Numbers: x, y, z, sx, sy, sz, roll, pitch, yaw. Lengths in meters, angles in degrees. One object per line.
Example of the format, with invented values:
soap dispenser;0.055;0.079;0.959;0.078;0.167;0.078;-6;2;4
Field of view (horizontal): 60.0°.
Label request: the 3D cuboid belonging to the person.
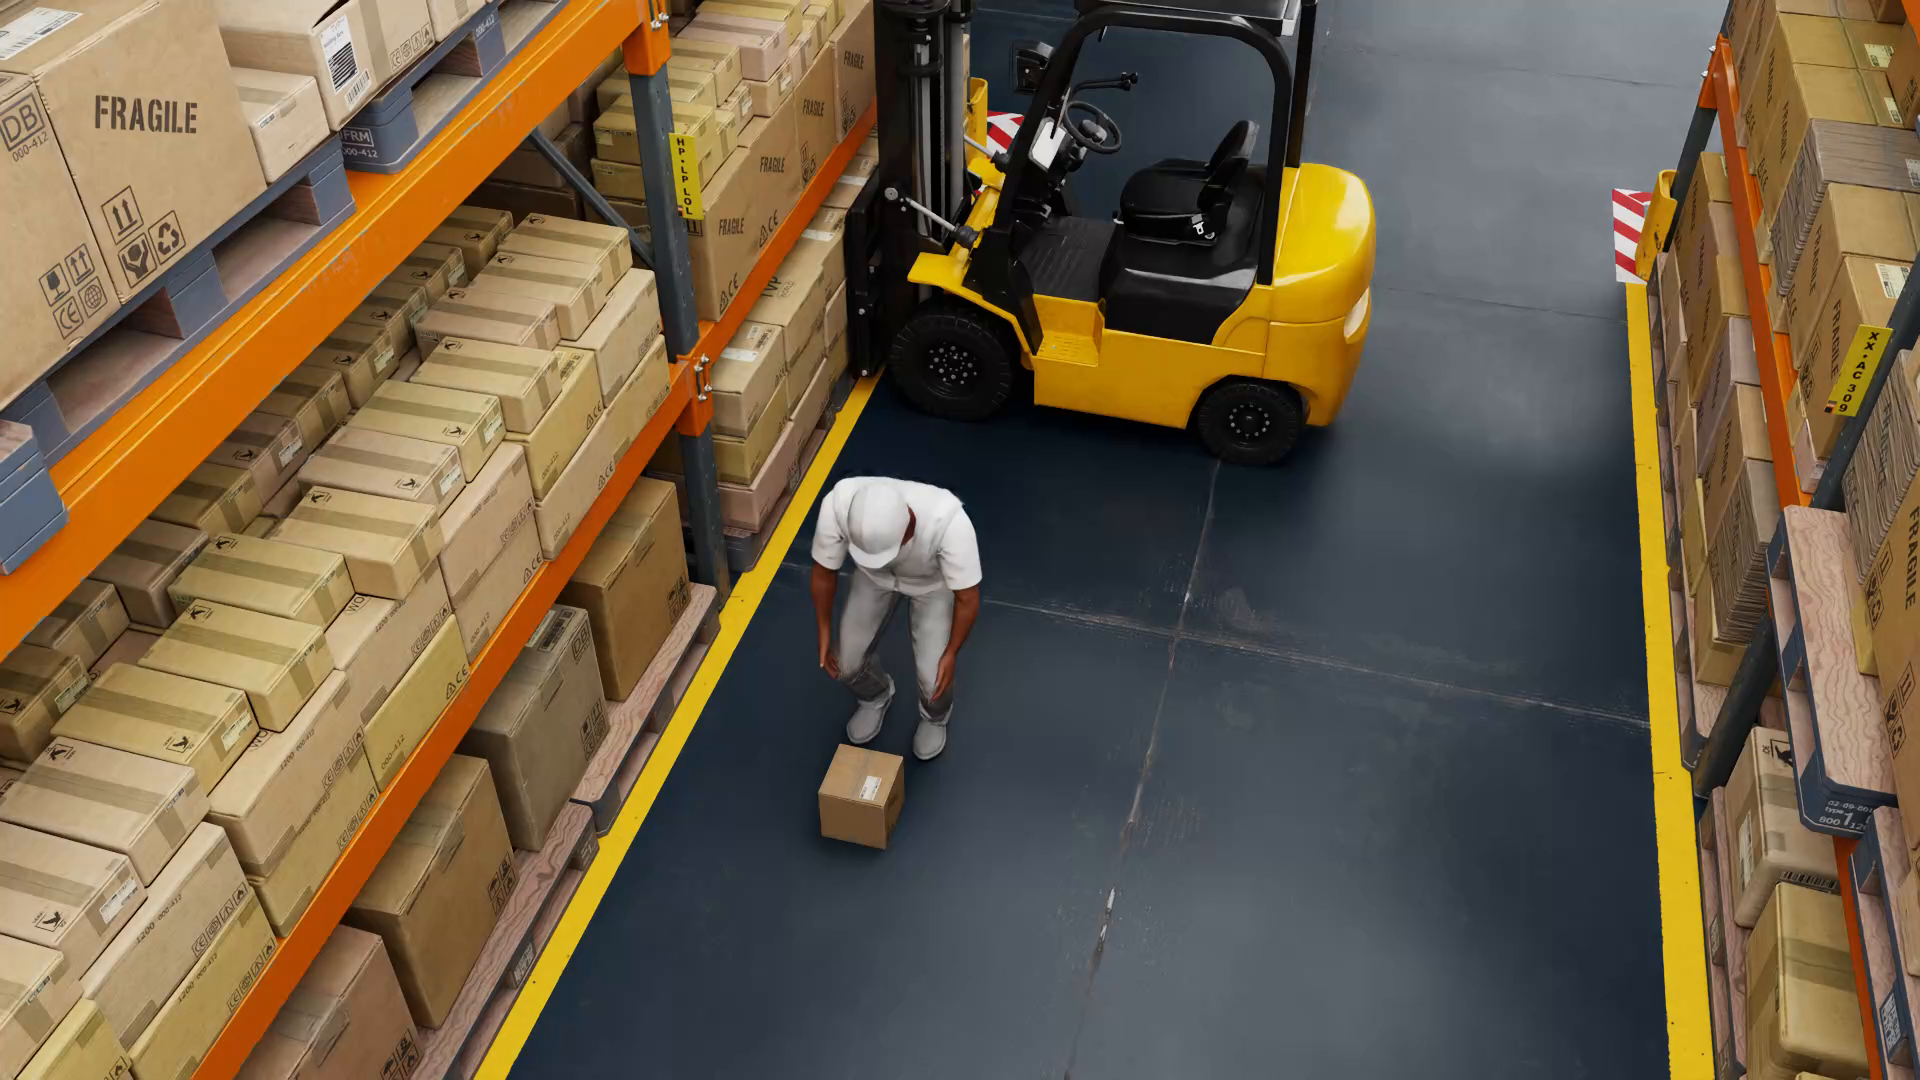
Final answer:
person;-0.241;0.512;6.231;0.566;0.887;0.897;11;42;13
